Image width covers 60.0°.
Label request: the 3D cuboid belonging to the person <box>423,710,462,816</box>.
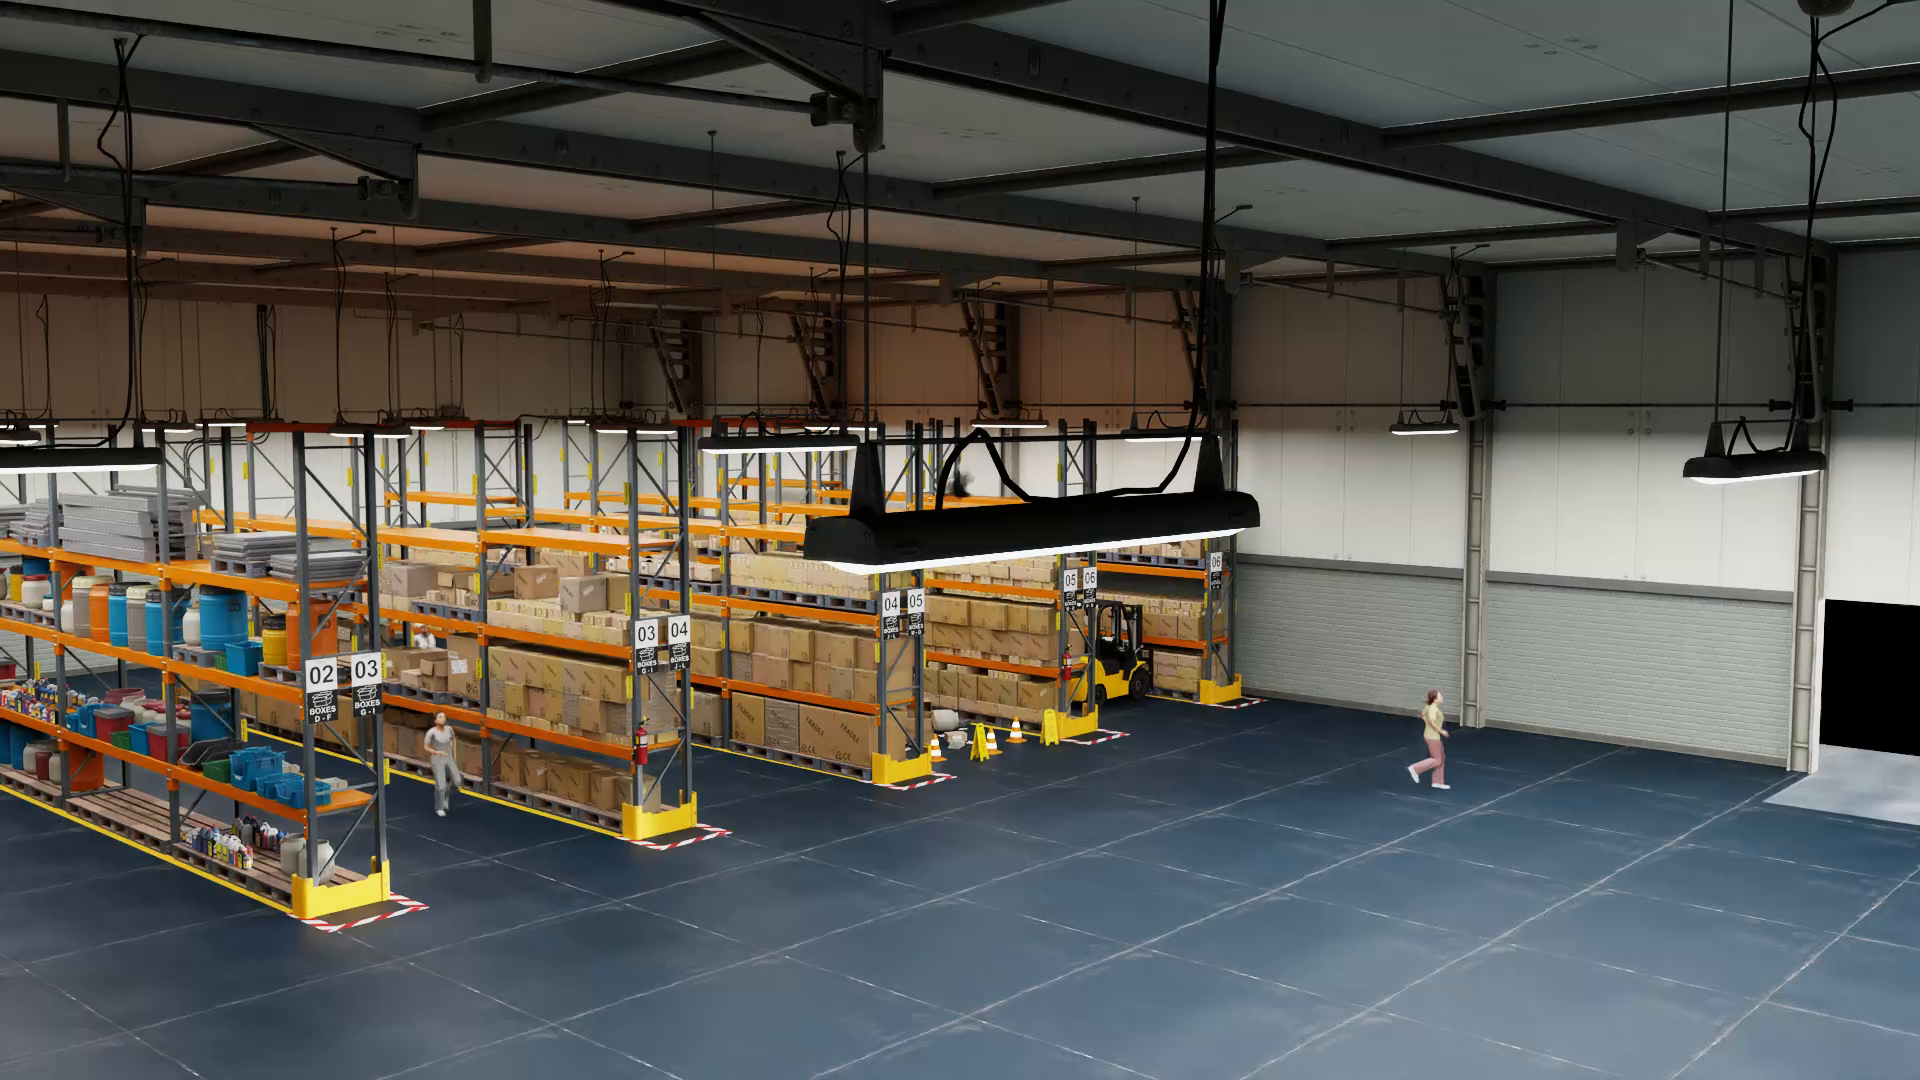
[{"bbox_3d":[-7.927,3.424,25.527,0.542,1.639,0.612,4,6,42],"label":"person"}]

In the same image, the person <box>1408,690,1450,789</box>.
[{"bbox_3d":[7.739,3.283,27.437,0.722,1.652,0.584,0,5,3],"label":"person"}]

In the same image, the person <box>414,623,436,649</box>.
[{"bbox_3d":[-11.319,2.581,35.250,0.659,1.770,0.667,-4,6,-43],"label":"person"}]
